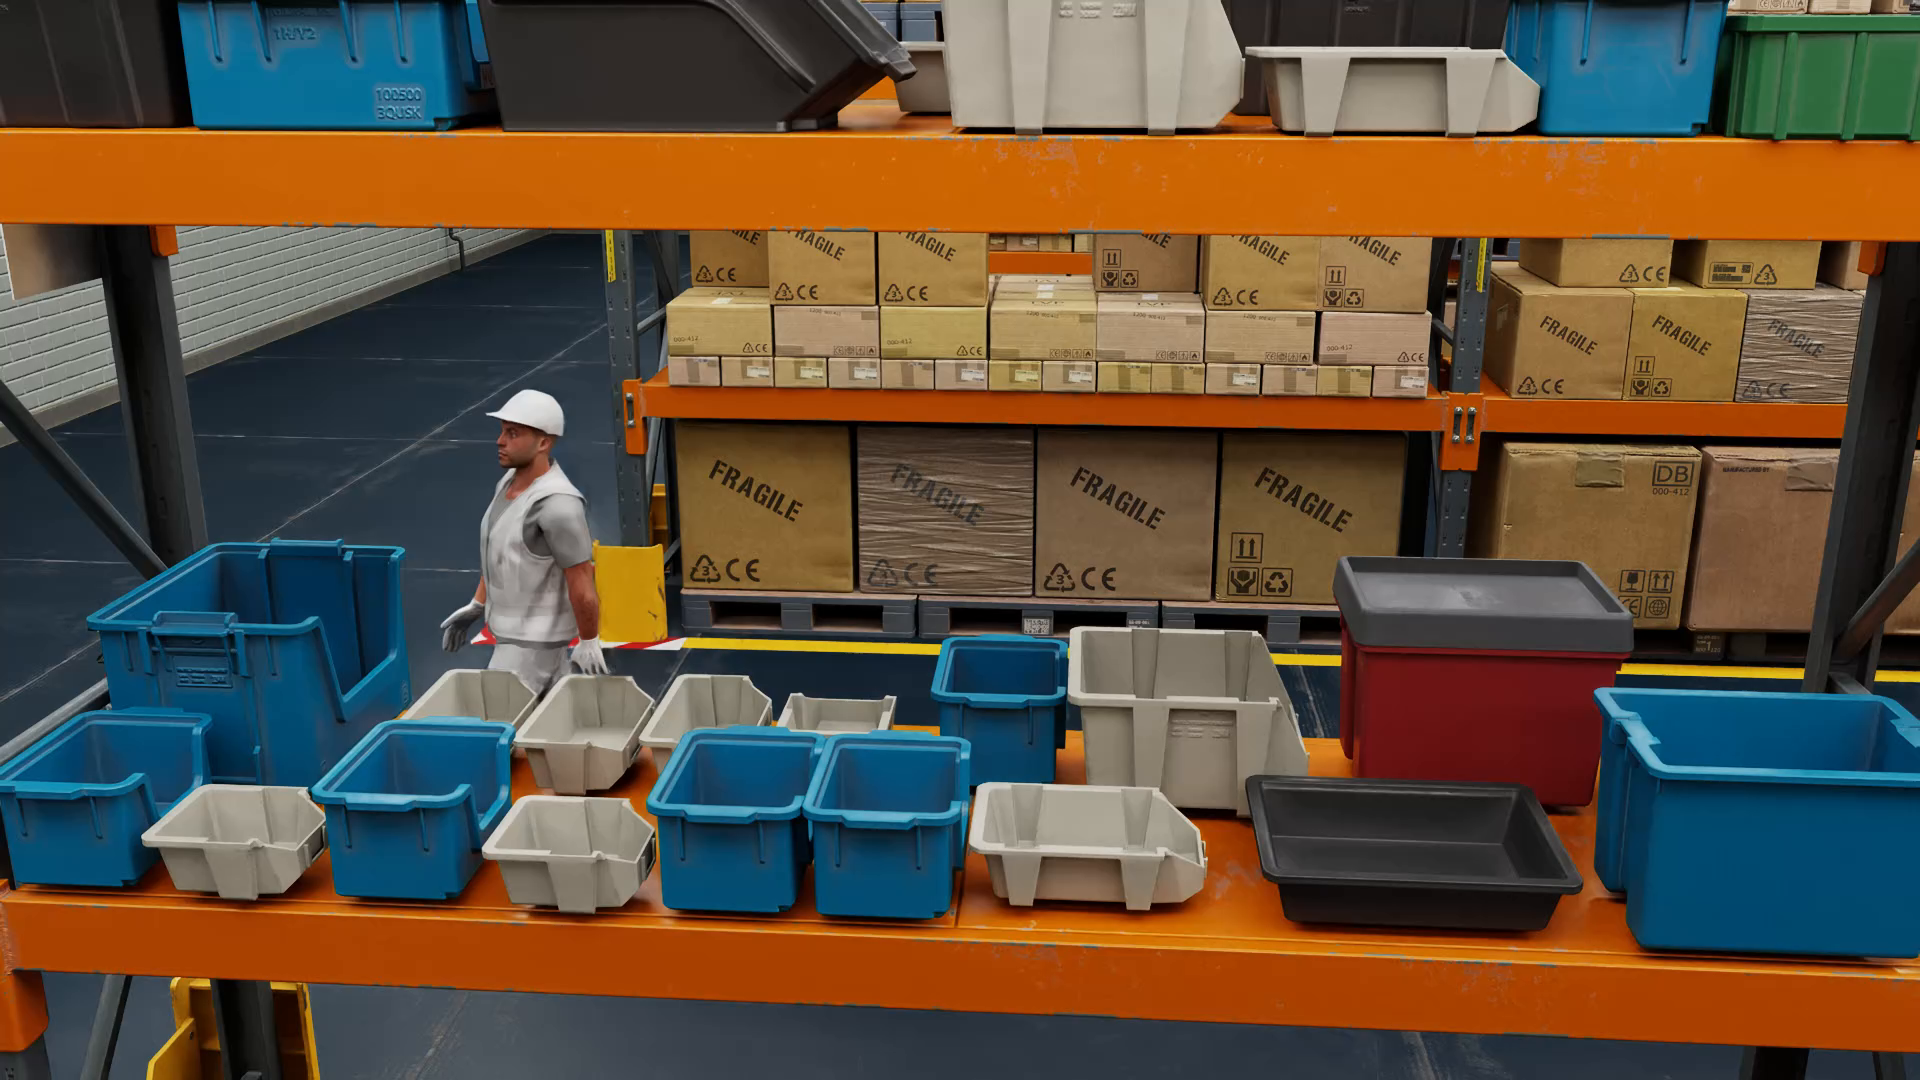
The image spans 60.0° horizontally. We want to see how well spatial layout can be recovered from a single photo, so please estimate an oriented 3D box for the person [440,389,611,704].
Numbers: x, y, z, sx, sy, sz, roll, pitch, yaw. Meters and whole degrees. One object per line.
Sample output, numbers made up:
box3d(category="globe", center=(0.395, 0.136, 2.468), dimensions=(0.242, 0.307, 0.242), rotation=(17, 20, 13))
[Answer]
box3d(category="person", center=(-1.564, 0.326, 5.971), dimensions=(1.033, 1.744, 0.527), rotation=(-9, 19, -27))
